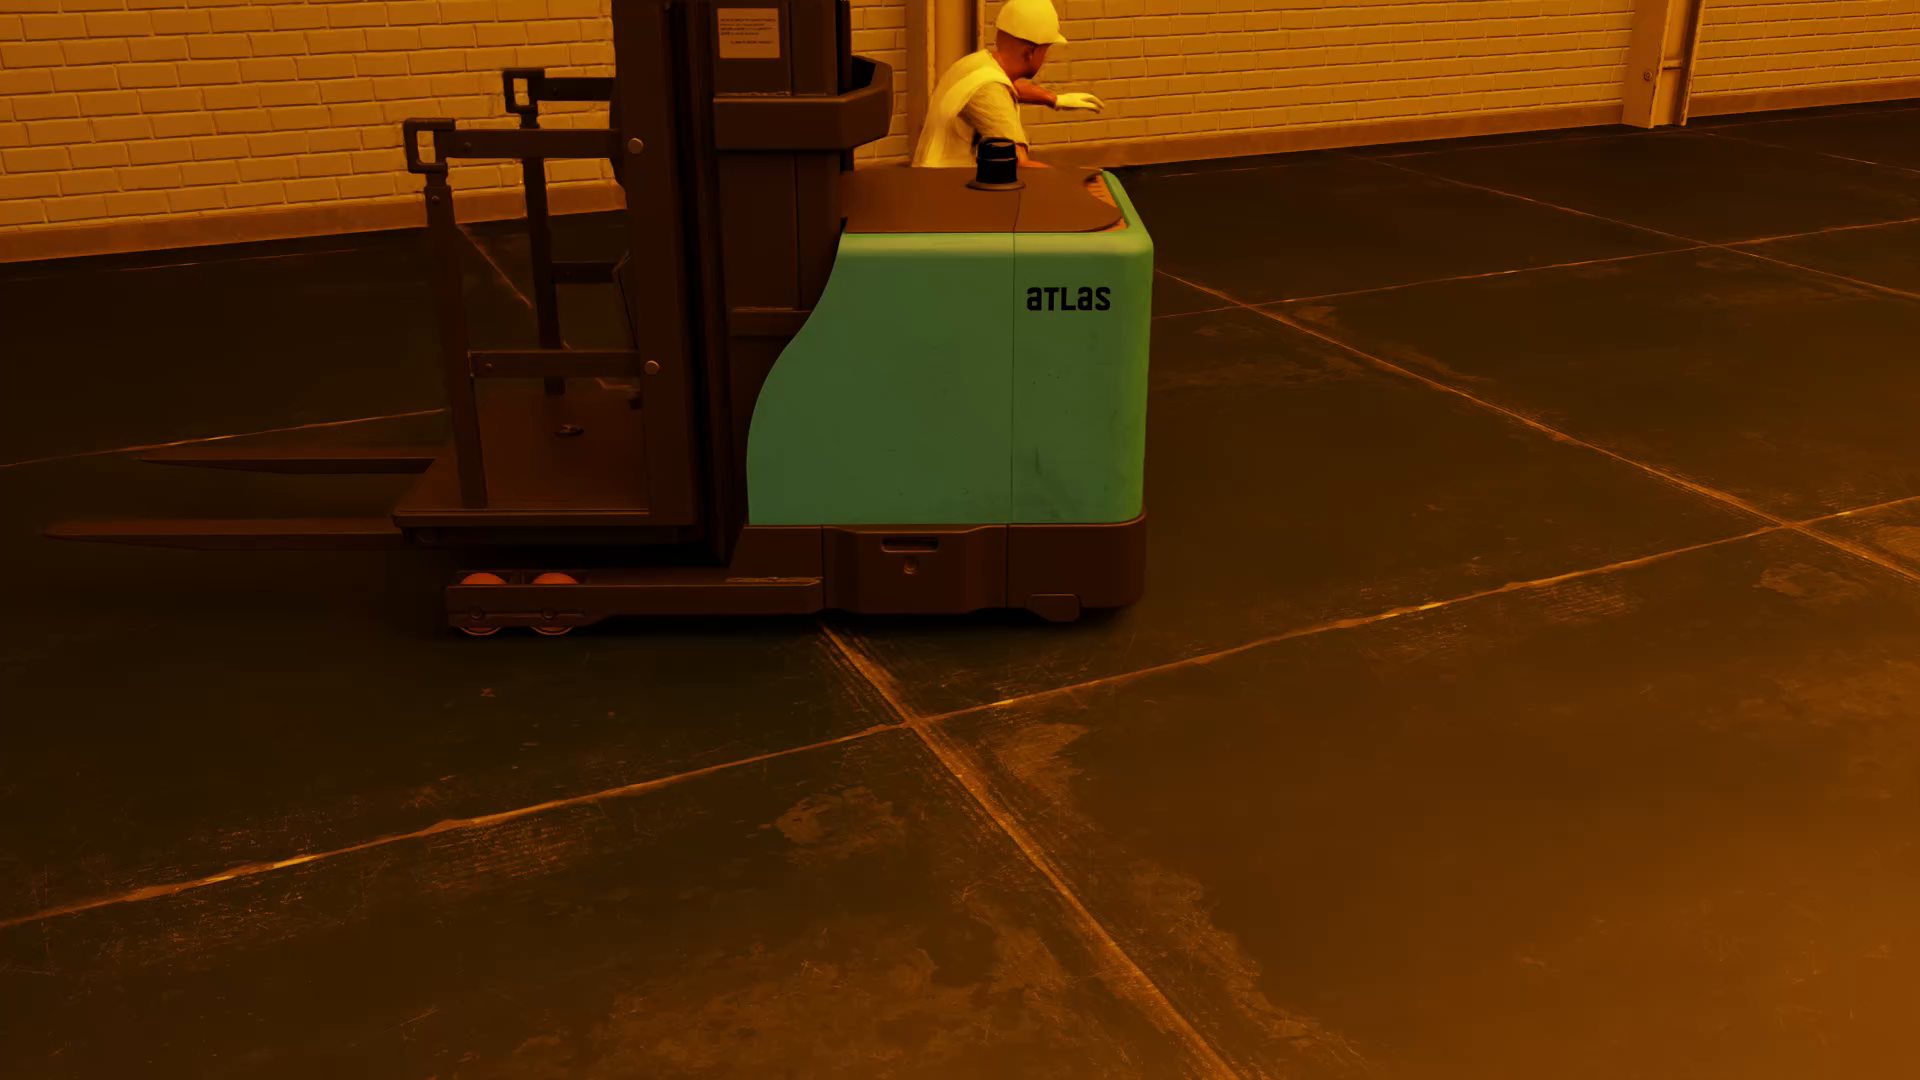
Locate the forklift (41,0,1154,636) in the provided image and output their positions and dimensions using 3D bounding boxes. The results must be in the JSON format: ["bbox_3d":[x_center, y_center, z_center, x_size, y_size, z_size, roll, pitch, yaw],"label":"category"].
[{"bbox_3d":[-1.016,-1.299,4.414,3.031,2.935,1.130,0,23,-1],"label":"forklift"}]

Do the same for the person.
[{"bbox_3d":[0.240,-1.117,5.856,0.872,1.525,1.463,-4,23,-9],"label":"person"}]
